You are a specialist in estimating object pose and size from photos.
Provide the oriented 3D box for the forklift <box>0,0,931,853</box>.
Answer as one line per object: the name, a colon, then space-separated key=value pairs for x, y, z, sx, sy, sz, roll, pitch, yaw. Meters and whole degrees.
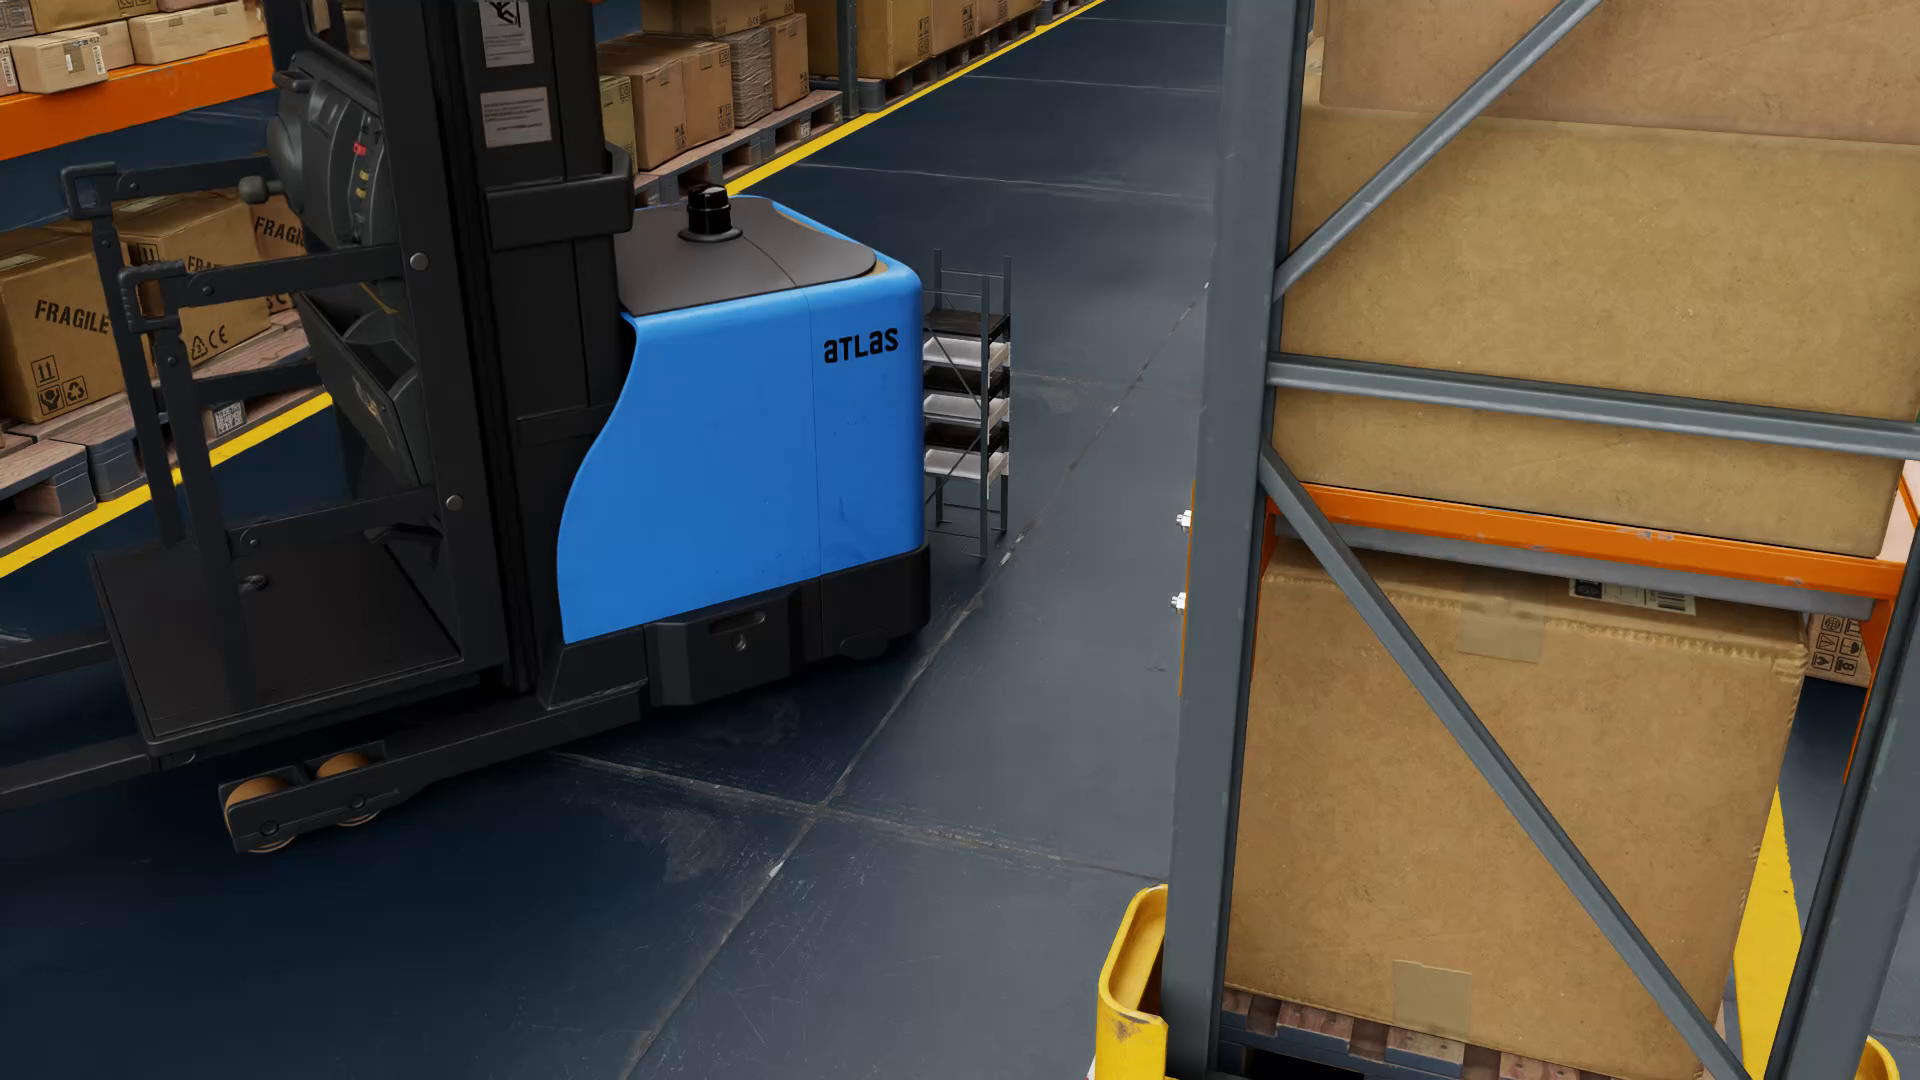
forklift: x=-1.605 y=-0.872 z=3.687 sx=3.031 sy=2.935 sz=1.130 roll=-15 pitch=30 yaw=-28

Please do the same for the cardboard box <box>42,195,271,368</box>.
cardboard box: x=-2.981 y=-0.975 z=6.208 sx=0.500 sy=0.500 sz=0.500 roll=6 pitch=27 yaw=13

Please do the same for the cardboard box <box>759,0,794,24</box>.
cardboard box: x=-1.358 y=-3.347 z=10.224 sx=0.500 sy=0.250 sz=0.500 roll=10 pitch=28 yaw=20

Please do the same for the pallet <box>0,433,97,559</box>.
pallet: x=-3.496 y=-0.034 z=5.077 sx=1.003 sy=0.211 sz=1.213 roll=9 pitch=27 yaw=17

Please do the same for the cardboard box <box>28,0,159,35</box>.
cardboard box: x=-3.179 y=-1.956 z=5.391 sx=0.875 sy=0.500 sz=0.500 roll=9 pitch=27 yaw=17

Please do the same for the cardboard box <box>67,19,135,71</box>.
cardboard box: x=-2.957 y=-1.623 z=5.447 sx=0.380 sy=0.149 sz=0.250 roll=9 pitch=27 yaw=17

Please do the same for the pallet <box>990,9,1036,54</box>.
pallet: x=-0.018 y=-4.277 z=13.841 sx=1.003 sy=0.211 sz=1.213 roll=9 pitch=27 yaw=17

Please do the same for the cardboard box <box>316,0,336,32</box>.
cardboard box: x=-2.499 y=-2.014 z=6.256 sx=0.380 sy=0.149 sz=0.250 roll=9 pitch=27 yaw=17

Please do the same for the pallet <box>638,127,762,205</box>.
pallet: x=-1.832 y=-2.141 z=9.429 sx=1.003 sy=0.211 sz=1.213 roll=9 pitch=27 yaw=17

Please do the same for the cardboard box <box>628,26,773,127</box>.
cardboard box: x=-1.540 y=-2.781 z=9.916 sx=0.700 sy=0.500 sz=0.500 roll=6 pitch=27 yaw=13

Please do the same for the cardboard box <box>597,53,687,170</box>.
cardboard box: x=-1.907 y=-2.318 z=8.959 sx=0.700 sy=0.500 sz=0.500 roll=6 pitch=27 yaw=13

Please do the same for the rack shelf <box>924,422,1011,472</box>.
rack shelf: x=0.003 y=-0.297 z=5.115 sx=0.258 sy=0.077 sz=0.200 roll=9 pitch=27 yaw=17

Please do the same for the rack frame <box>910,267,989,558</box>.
rack frame: x=-0.031 y=-0.367 z=4.974 sx=0.240 sy=0.900 sz=0.006 roll=9 pitch=27 yaw=17

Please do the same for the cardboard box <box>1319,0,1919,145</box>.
cardboard box: x=0.978 y=-0.868 z=2.190 sx=0.875 sy=0.550 sz=0.550 roll=9 pitch=27 yaw=17

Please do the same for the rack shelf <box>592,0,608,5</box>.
rack shelf: x=-1.829 y=-3.071 z=8.975 sx=1.077 sy=0.370 sz=4.000 roll=9 pitch=27 yaw=17

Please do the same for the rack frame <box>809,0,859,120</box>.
rack frame: x=-1.163 y=-4.216 z=10.516 sx=1.000 sy=3.000 sz=0.127 roll=9 pitch=27 yaw=17

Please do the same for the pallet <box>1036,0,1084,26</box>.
pallet: x=0.495 y=-4.906 z=15.141 sx=1.003 sy=0.211 sz=1.213 roll=9 pitch=27 yaw=17

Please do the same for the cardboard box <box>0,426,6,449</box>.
cardboard box: x=-3.435 y=-0.498 z=5.222 sx=0.500 sy=0.500 sz=0.500 roll=17 pitch=30 yaw=31

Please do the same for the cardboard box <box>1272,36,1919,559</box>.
cardboard box: x=0.899 y=-0.394 z=2.451 sx=0.875 sy=0.550 sz=0.550 roll=9 pitch=27 yaw=17

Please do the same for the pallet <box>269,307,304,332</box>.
pallet: x=-2.684 y=-1.036 z=7.148 sx=1.003 sy=0.211 sz=1.213 roll=9 pitch=27 yaw=17

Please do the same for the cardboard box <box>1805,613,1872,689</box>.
cardboard box: x=2.601 y=0.099 z=4.469 sx=0.500 sy=0.500 sz=0.500 roll=14 pitch=29 yaw=26

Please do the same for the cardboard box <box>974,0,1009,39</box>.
cardboard box: x=-0.323 y=-4.460 z=12.975 sx=1.225 sy=0.875 sz=0.875 roll=8 pitch=27 yaw=16

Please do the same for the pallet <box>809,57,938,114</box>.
pallet: x=-0.830 y=-3.274 z=11.770 sx=1.003 sy=0.211 sz=1.213 roll=9 pitch=27 yaw=17

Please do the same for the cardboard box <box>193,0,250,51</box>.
cardboard box: x=-2.751 y=-1.822 z=5.859 sx=0.380 sy=0.149 sz=0.250 roll=9 pitch=27 yaw=17

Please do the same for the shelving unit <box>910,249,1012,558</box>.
shelving unit: x=0.003 y=-0.408 z=5.061 sx=0.258 sy=0.900 sz=0.210 roll=9 pitch=27 yaw=17

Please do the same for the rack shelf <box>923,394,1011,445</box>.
rack shelf: x=0.003 y=-0.378 z=5.075 sx=0.258 sy=0.077 sz=0.200 roll=9 pitch=27 yaw=17

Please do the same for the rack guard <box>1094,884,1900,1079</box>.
rack guard: x=0.810 y=0.967 z=2.679 sx=1.175 sy=0.500 sz=0.348 roll=9 pitch=27 yaw=17

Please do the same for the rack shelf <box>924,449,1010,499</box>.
rack shelf: x=0.003 y=-0.216 z=5.154 sx=0.258 sy=0.077 sz=0.200 roll=9 pitch=27 yaw=17

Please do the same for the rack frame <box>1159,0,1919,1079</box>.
rack frame: x=0.815 y=-0.168 z=2.156 sx=0.949 sy=2.616 sz=0.053 roll=9 pitch=27 yaw=17

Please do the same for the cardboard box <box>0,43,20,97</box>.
cardboard box: x=-3.096 y=-1.413 z=5.014 sx=0.380 sy=0.149 sz=0.250 roll=9 pitch=27 yaw=17

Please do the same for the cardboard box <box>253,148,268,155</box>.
cardboard box: x=-2.665 y=-1.478 z=7.247 sx=0.500 sy=0.500 sz=0.500 roll=8 pitch=27 yaw=16

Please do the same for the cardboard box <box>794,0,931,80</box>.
cardboard box: x=-0.914 y=-3.730 z=11.467 sx=1.225 sy=0.875 sz=0.875 roll=7 pitch=27 yaw=15
